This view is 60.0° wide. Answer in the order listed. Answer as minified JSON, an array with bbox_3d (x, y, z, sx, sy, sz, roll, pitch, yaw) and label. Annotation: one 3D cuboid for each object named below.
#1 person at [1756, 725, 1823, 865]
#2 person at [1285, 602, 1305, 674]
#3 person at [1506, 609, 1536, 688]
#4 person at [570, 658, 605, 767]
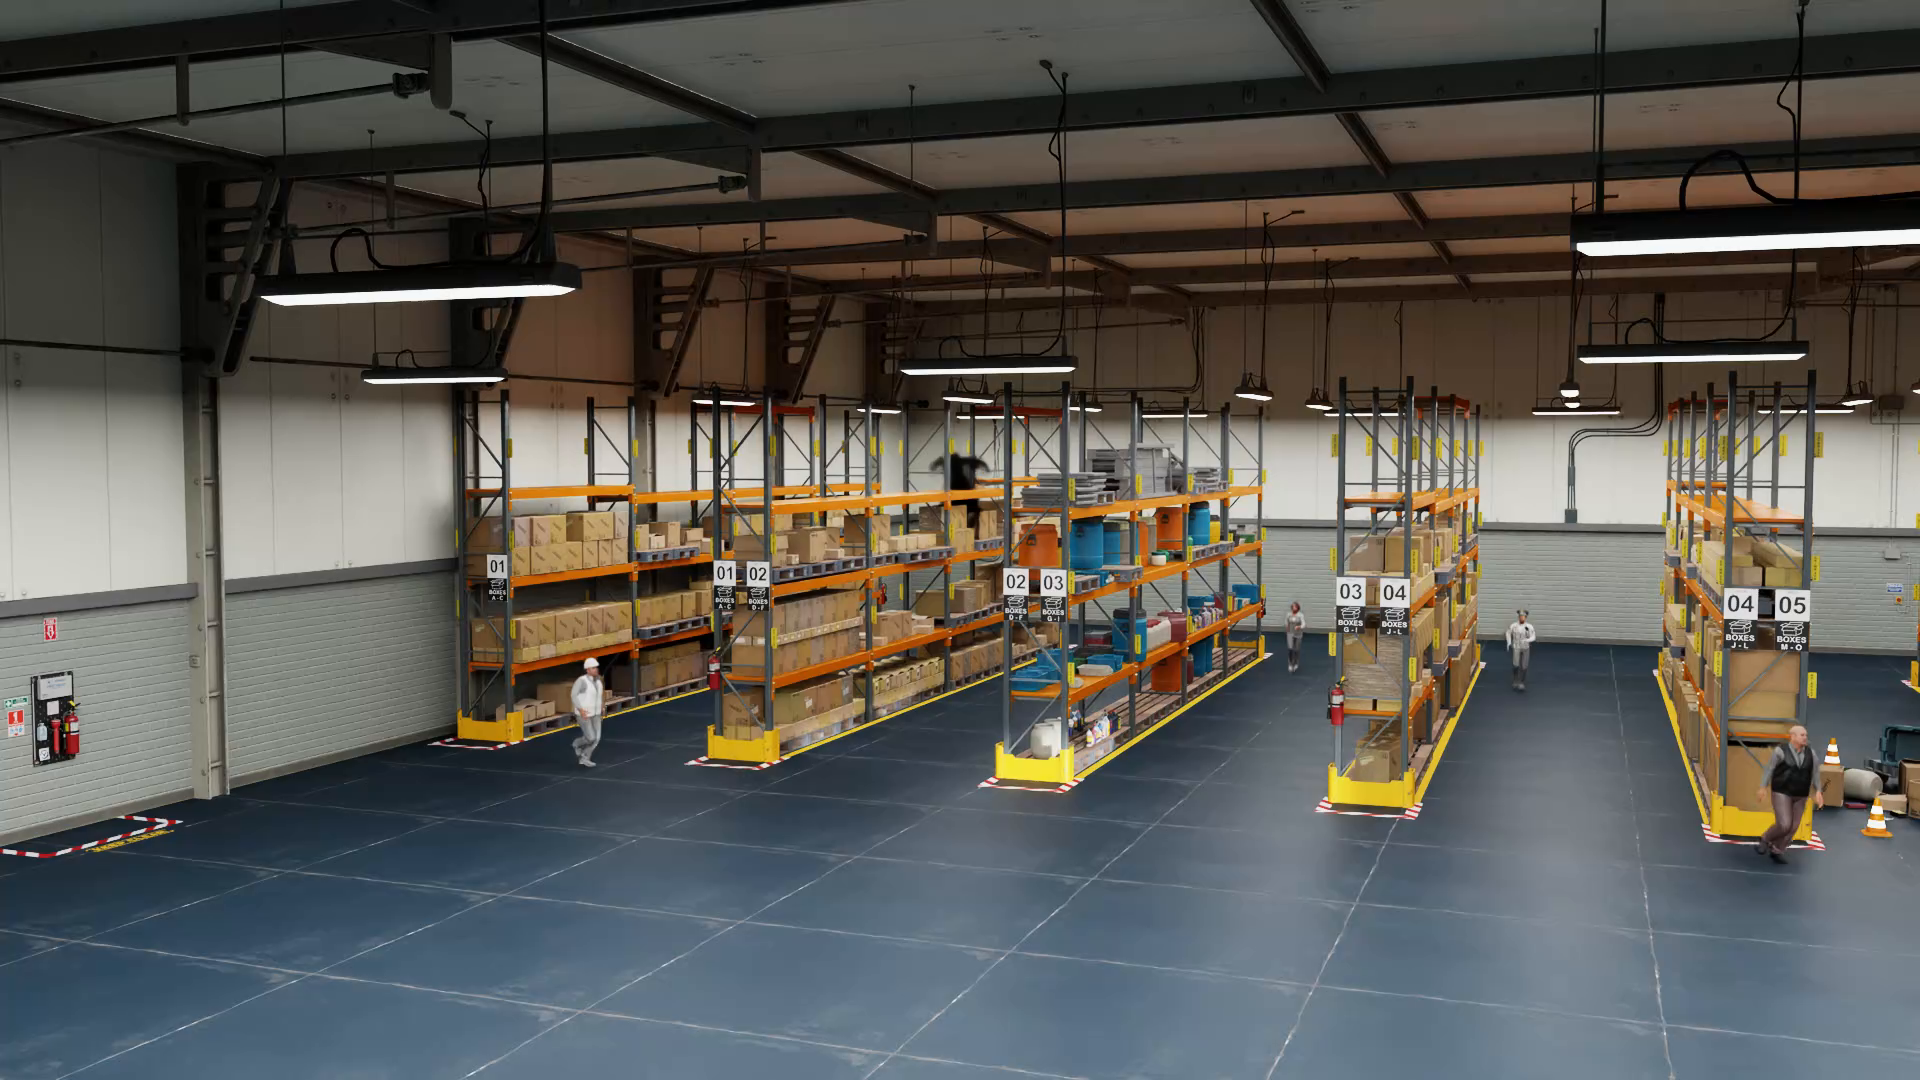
[{"bbox_3d":[9.968,3.060,19.963,0.645,1.700,0.566,0,3,-7],"label":"person"},{"bbox_3d":[7.486,2.171,37.166,0.431,1.606,0.789,1,3,11],"label":"person"},{"bbox_3d":[11.603,2.259,34.401,0.577,1.655,0.613,1,3,16],"label":"person"},{"bbox_3d":[-5.898,2.709,26.210,0.572,1.717,0.654,2,4,37],"label":"person"}]
